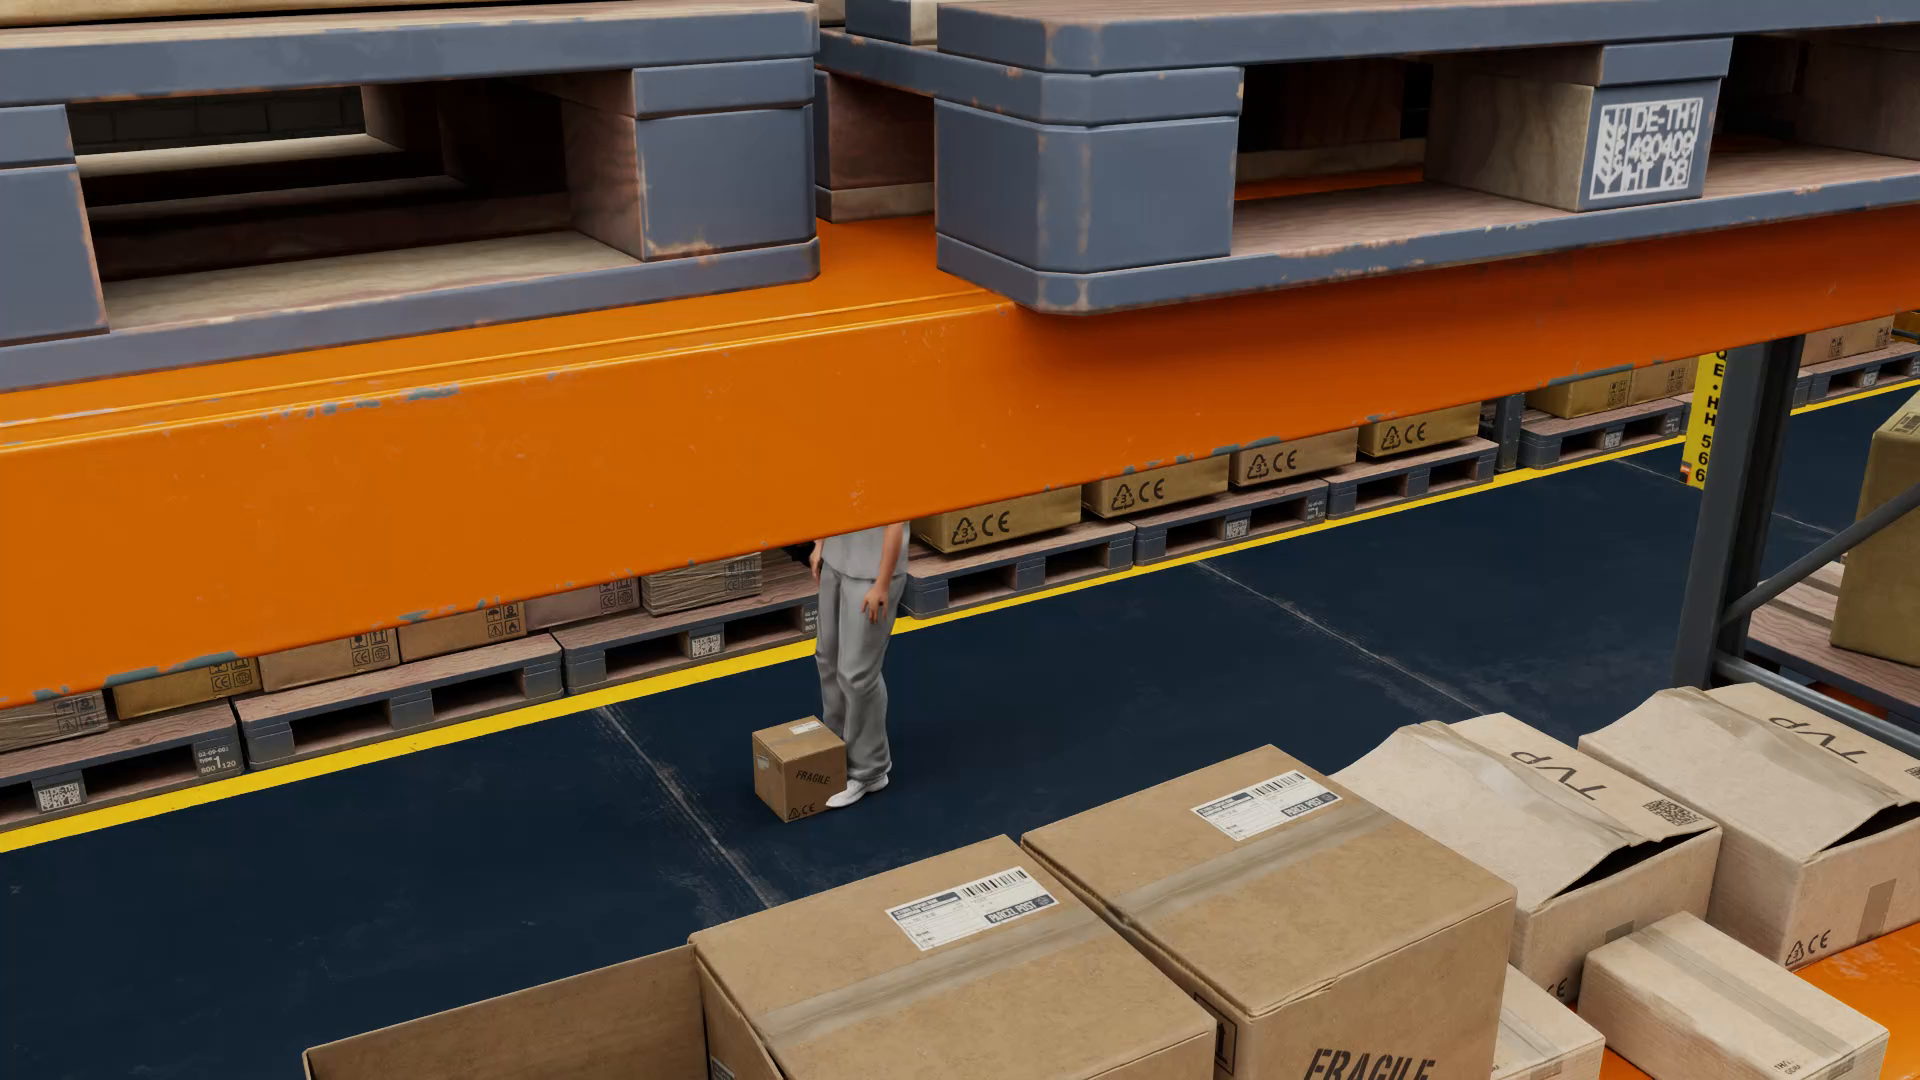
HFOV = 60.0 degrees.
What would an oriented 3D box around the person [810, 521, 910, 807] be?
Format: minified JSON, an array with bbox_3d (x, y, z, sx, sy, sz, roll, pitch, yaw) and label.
[{"bbox_3d":[-0.388,0.113,5.808,0.405,1.672,0.496,-13,25,-29],"label":"person"}]
